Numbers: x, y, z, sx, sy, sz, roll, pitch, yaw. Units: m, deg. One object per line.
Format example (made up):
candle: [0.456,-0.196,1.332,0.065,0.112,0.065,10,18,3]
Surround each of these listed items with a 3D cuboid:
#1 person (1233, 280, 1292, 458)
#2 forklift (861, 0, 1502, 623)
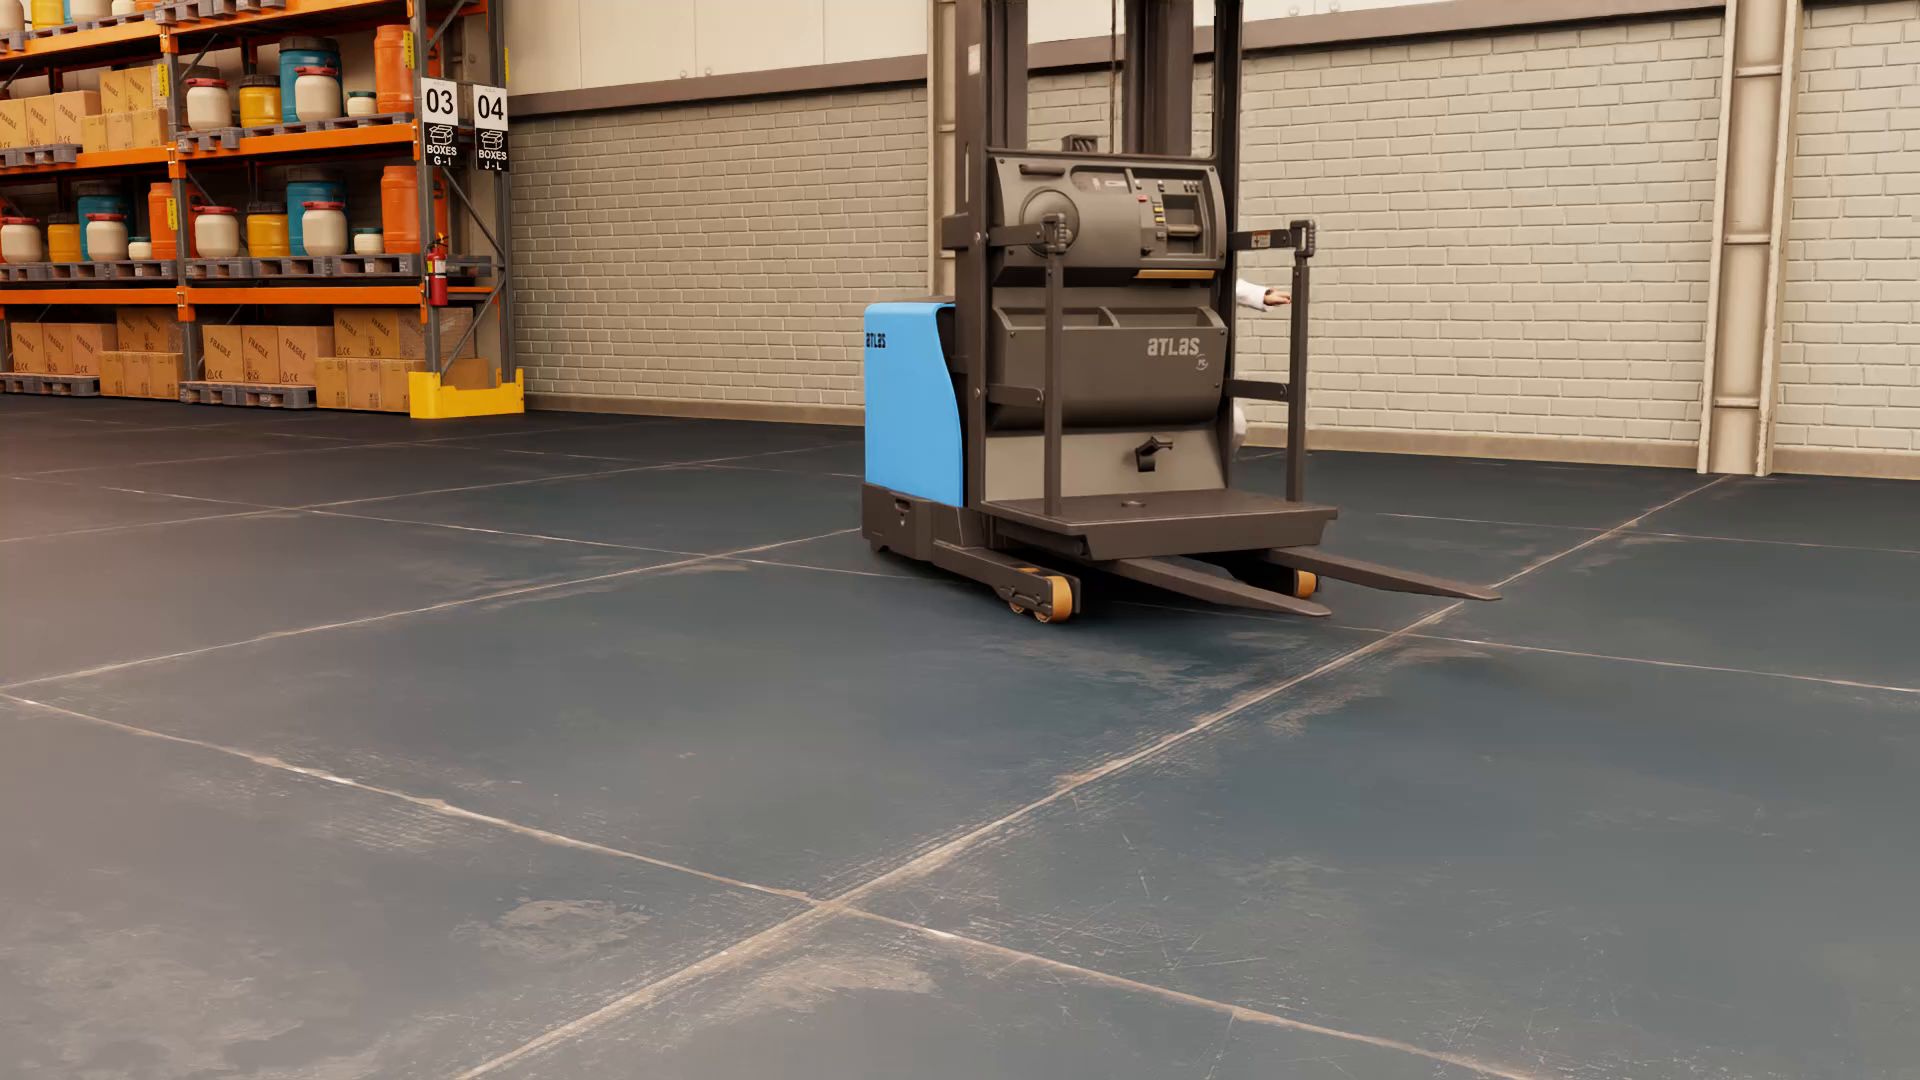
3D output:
person: [0.995,-0.753,7.531,1.288,1.571,0.781,-6,10,-38]
forklift: [0.649,-1.238,5.897,1.130,2.935,3.031,-4,9,-24]
